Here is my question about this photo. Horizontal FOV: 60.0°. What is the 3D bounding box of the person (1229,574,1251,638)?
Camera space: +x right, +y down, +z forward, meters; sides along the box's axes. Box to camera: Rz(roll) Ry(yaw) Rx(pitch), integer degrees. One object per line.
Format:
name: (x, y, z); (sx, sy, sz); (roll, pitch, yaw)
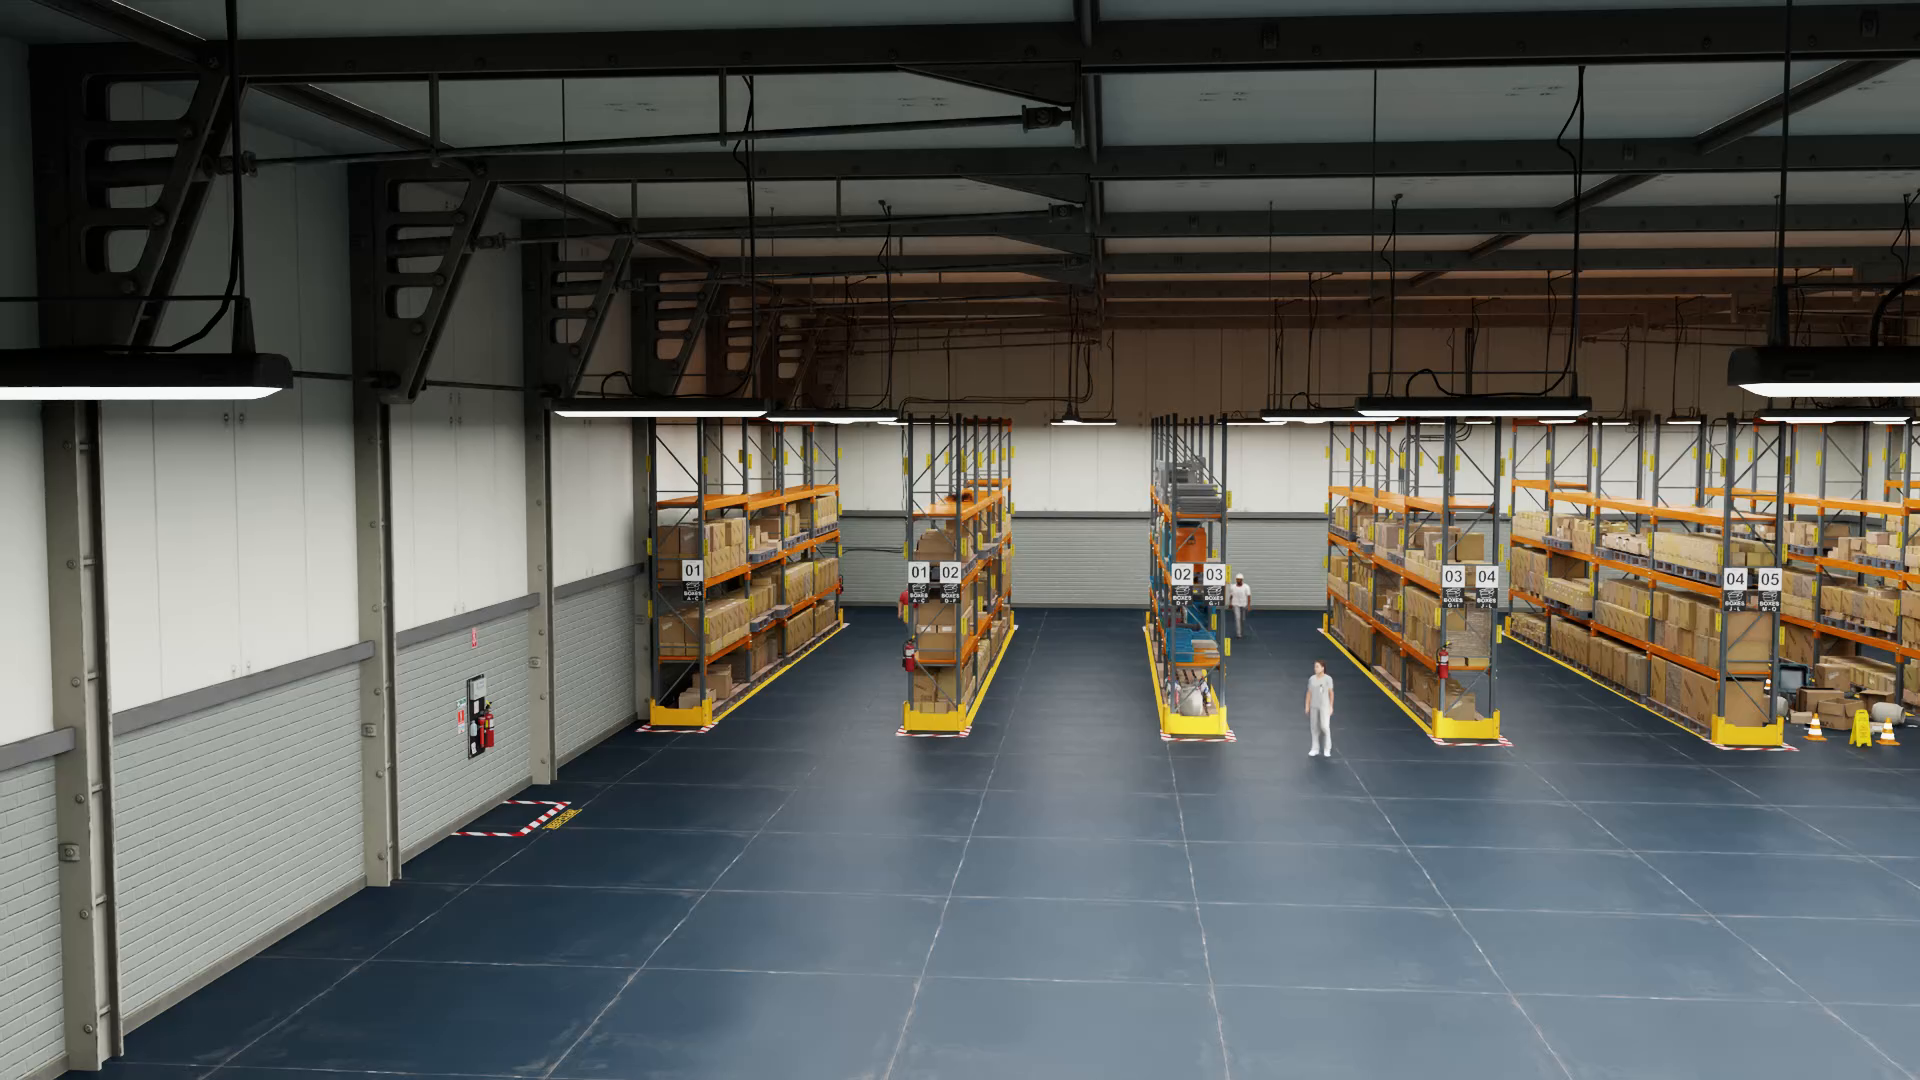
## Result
person: (7.689, 1.794, 45.609); (0.539, 1.732, 0.975); (0, 4, -6)

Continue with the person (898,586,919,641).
person: (-1.343, 1.943, 43.583); (0.546, 1.671, 1.042); (1, 4, 16)

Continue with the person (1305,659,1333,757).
person: (6.269, 2.930, 29.039); (0.477, 1.684, 0.388); (3, 5, 35)
